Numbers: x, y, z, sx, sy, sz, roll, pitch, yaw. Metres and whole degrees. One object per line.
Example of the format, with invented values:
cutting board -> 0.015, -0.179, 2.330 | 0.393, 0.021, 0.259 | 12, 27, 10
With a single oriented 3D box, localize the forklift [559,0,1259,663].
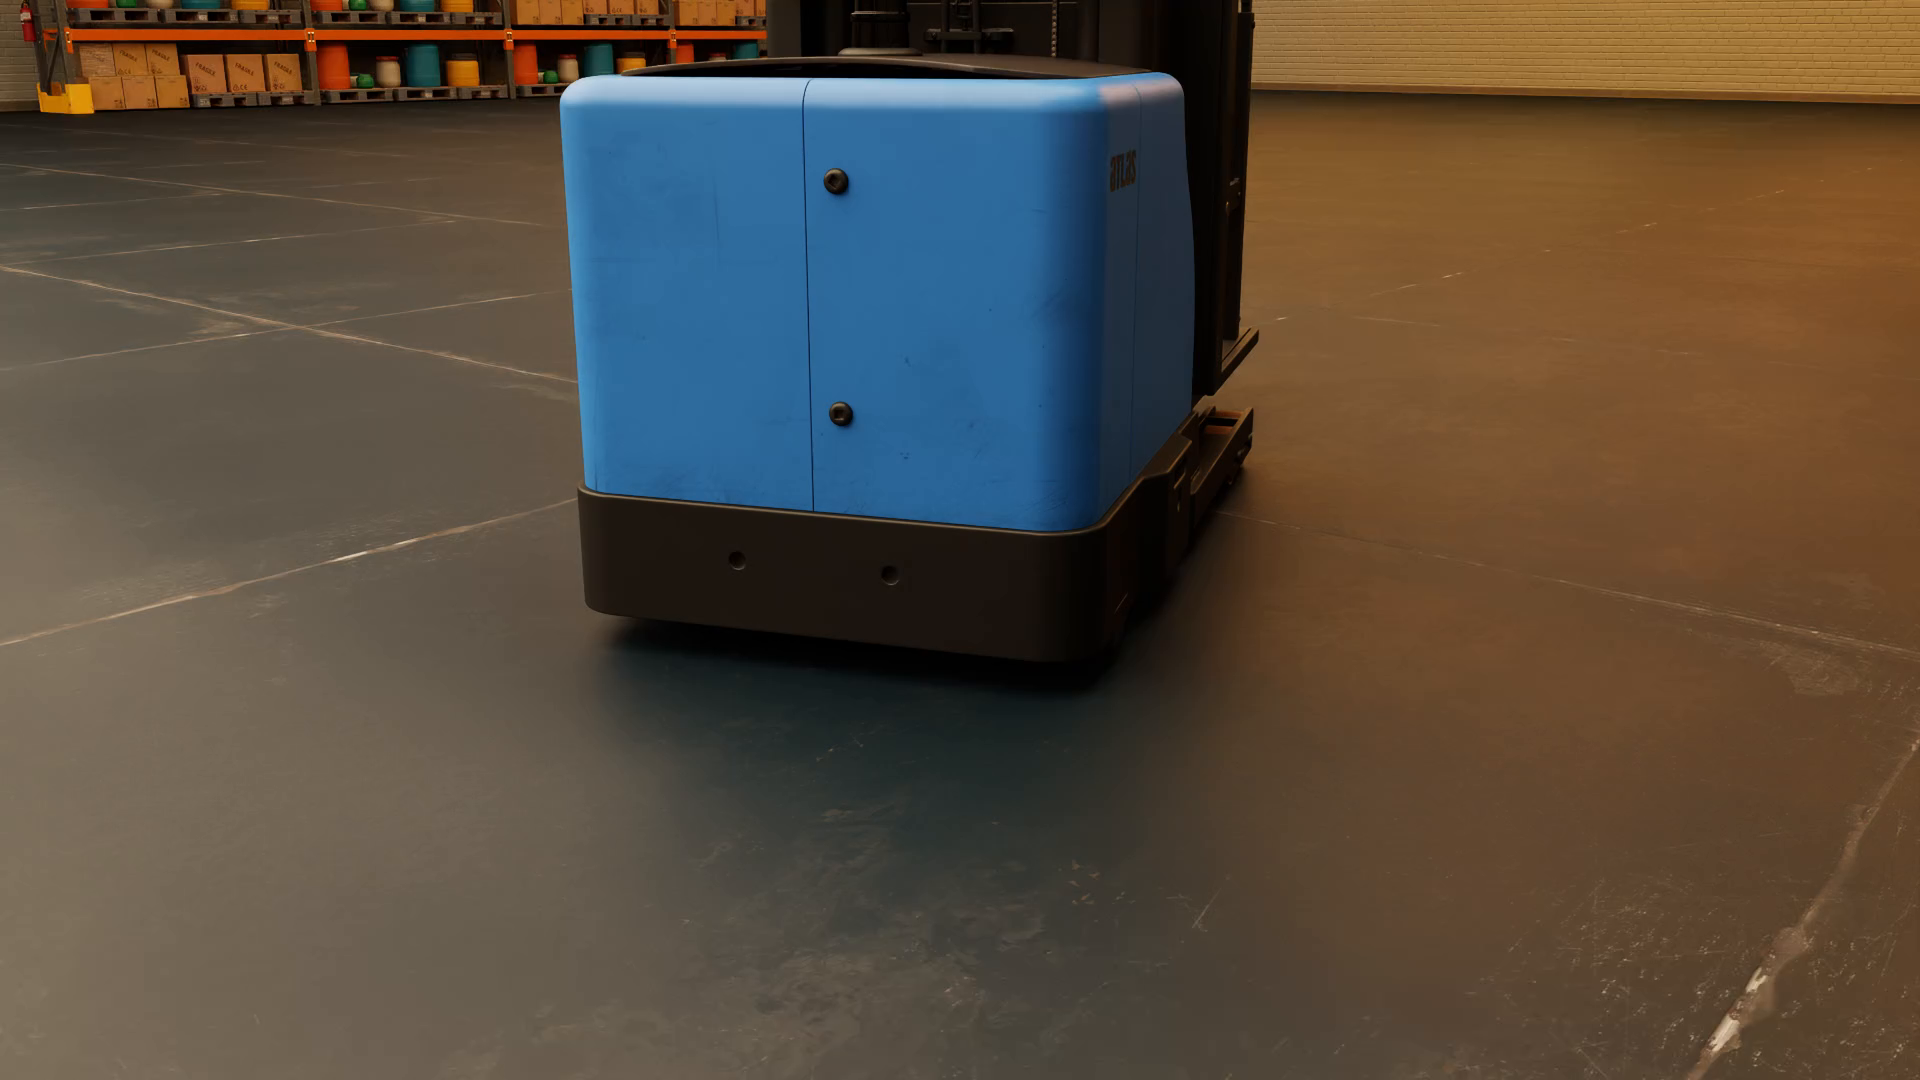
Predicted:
forklift -> 0.182, -1.571, 4.072 | 1.130, 2.935, 3.031 | 5, 18, 17
